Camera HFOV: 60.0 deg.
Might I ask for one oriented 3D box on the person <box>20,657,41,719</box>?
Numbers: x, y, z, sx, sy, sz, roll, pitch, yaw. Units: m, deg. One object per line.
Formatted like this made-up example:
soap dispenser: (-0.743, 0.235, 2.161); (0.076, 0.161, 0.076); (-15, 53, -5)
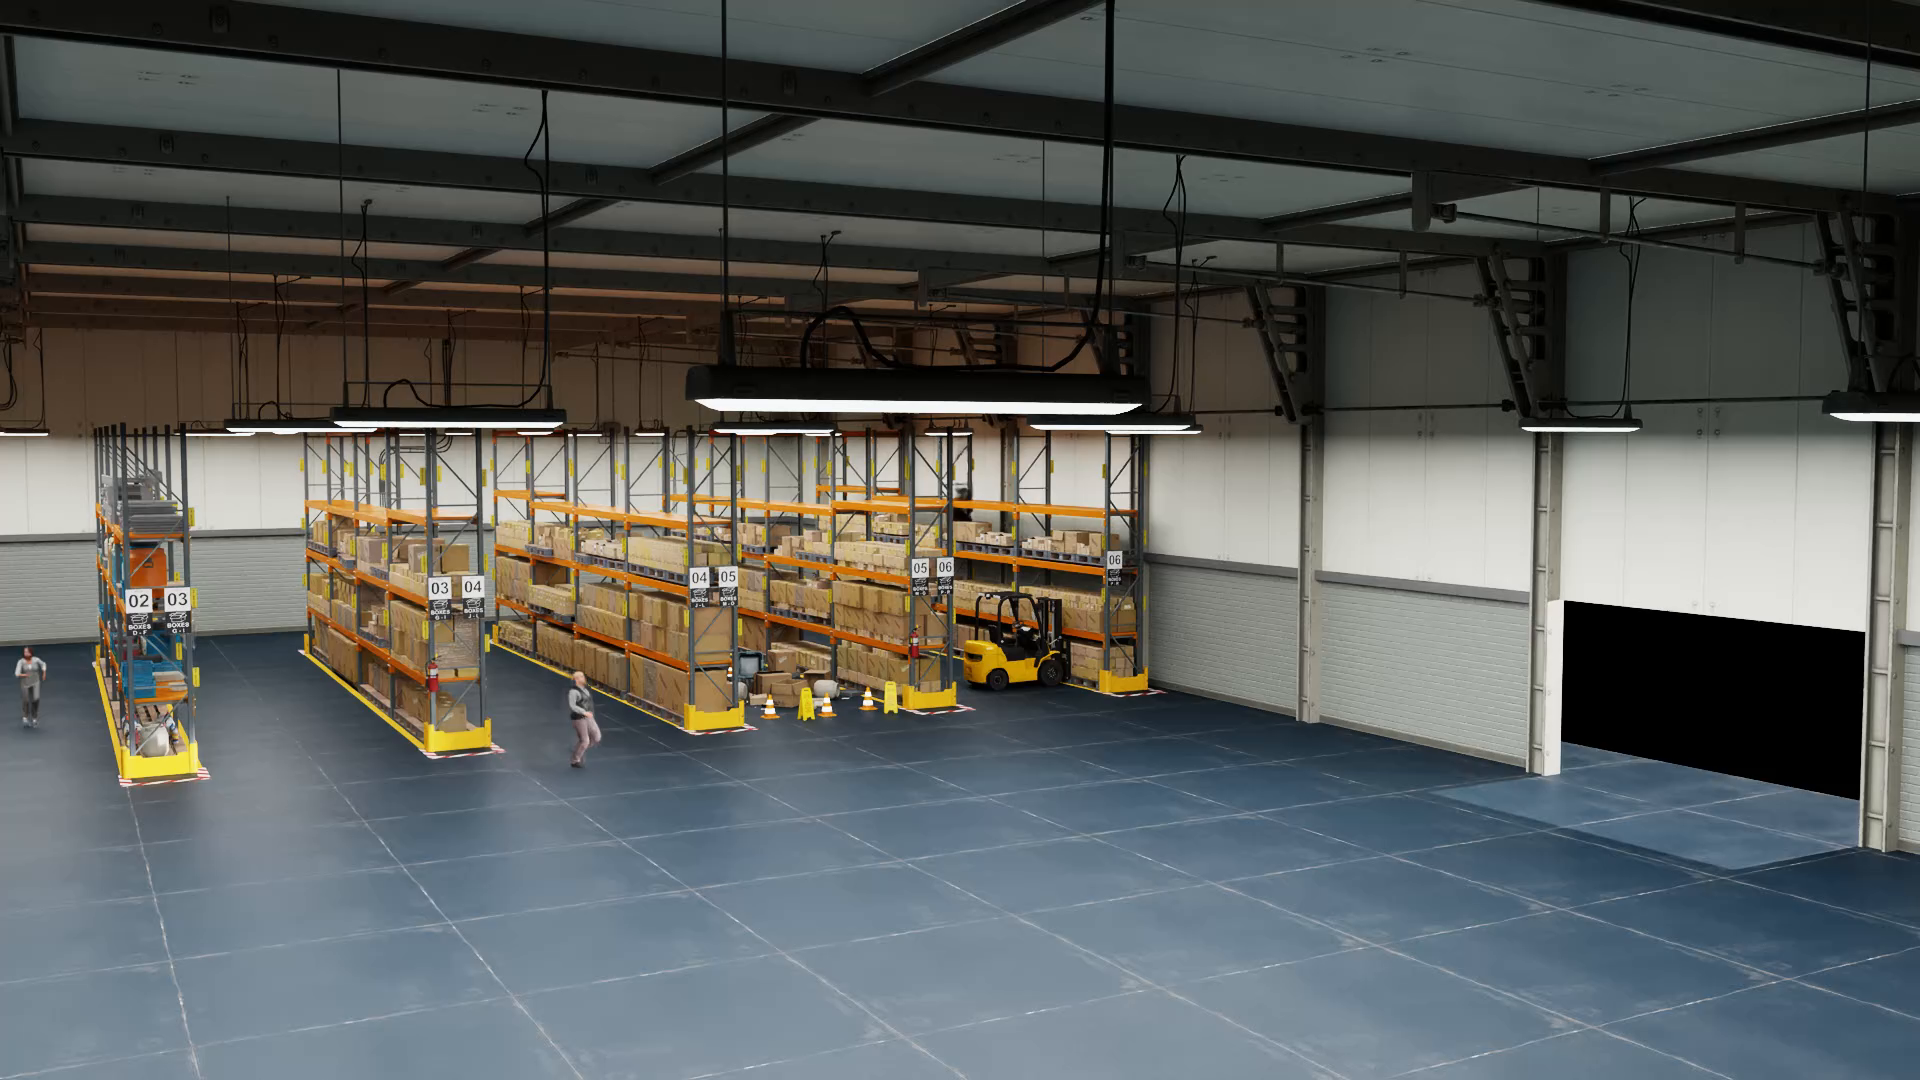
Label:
person: (-18.532, 2.942, 33.144); (0.358, 1.232, 0.714); (-2, 4, -30)

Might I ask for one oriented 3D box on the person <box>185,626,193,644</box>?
person: (-21.215, 2.067, 45.275); (0.707, 1.574, 0.549); (-1, 4, -13)

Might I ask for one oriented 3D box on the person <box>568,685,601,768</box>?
person: (-13.737, 2.749, 37.101); (18.362, 1.456, 12.683); (1, 4, 14)
